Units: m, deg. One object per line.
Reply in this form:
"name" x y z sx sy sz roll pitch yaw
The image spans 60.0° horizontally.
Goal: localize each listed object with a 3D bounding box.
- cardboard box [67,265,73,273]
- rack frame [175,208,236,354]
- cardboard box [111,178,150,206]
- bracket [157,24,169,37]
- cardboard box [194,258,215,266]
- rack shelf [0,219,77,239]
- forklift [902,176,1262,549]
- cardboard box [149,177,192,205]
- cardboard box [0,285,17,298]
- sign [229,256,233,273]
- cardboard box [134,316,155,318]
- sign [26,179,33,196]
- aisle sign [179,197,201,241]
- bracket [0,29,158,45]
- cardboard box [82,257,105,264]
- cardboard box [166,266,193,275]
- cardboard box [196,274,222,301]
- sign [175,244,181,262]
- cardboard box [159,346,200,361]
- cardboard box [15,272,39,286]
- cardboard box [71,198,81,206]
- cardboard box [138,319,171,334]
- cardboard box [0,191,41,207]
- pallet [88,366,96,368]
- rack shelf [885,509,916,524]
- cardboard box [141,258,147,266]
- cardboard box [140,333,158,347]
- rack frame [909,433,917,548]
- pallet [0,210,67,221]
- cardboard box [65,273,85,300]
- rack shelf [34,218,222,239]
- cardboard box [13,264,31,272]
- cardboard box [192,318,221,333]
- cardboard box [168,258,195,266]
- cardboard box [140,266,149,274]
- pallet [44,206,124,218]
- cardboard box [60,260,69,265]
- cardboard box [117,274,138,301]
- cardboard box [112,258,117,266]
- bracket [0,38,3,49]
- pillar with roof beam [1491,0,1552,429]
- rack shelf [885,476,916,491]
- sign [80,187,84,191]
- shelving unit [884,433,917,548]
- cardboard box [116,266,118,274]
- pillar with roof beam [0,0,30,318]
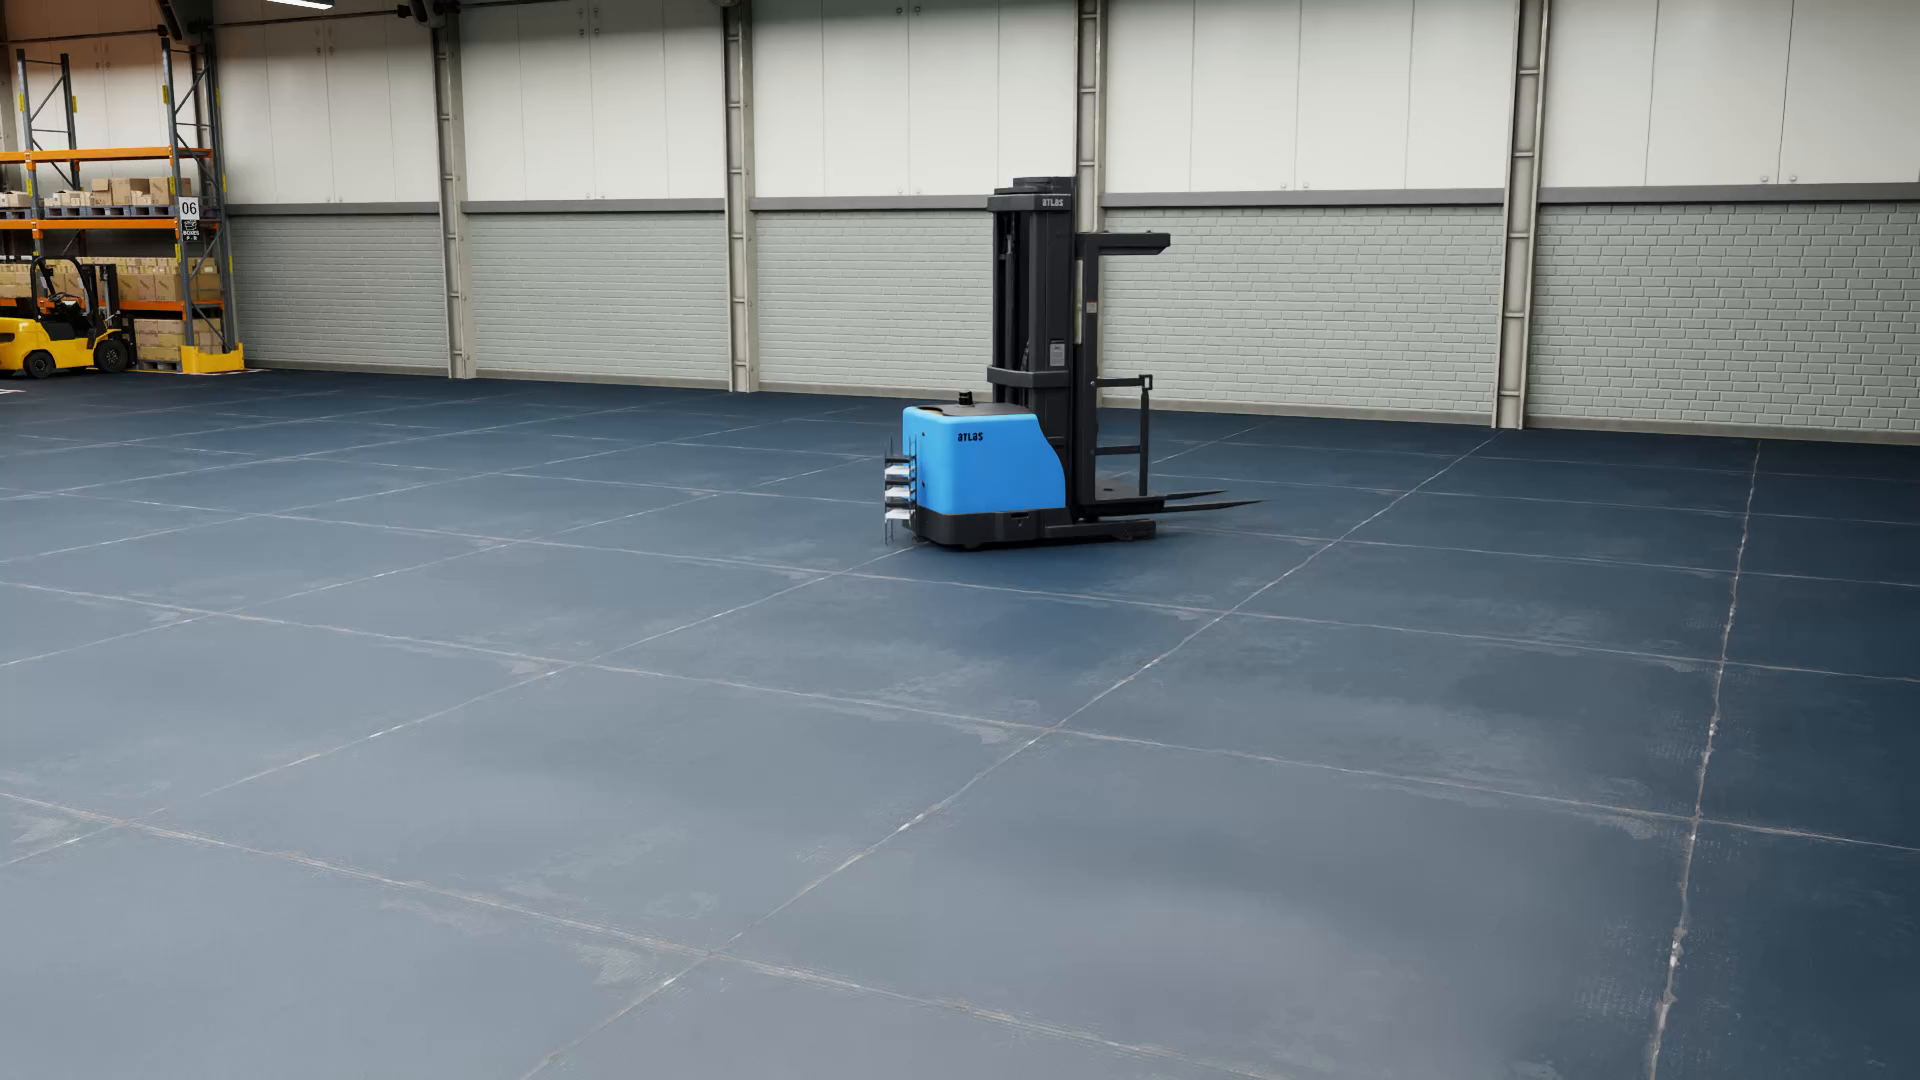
"cardboard box" -16.995 -5.236 32.135 0.250 0.149 0.380 5 11 26
"rack frame" -14.057 -4.656 31.031 0.127 3.000 1.000 5 11 26
"cardboard box" -15.436 -6.529 31.221 0.500 0.500 0.700 5 11 26
"bracket" -14.812 -9.554 31.142 0.430 0.232 0.235 5 11 26
"cardboard box" -14.263 -5.231 31.273 0.250 0.149 0.380 5 11 25
"rack shelf" -19.437 -6.250 33.440 4.000 0.370 1.077 5 11 26
"forklift" 1.081 -1.515 13.871 3.031 2.935 1.130 -4 11 -22
"cardboard box" -14.561 -6.433 30.686 0.500 0.500 0.500 5 12 28
"cardboard box" -18.665 -4.934 32.989 0.500 0.250 0.500 5 11 25
"sign" -13.806 -5.209 31.434 0.005 0.325 0.100 5 11 26
"cardboard box" -15.754 -4.191 32.196 0.500 0.250 0.500 5 11 25
"sign" -17.875 -6.769 31.948 0.005 0.325 0.100 5 11 26
"aisle sign" -14.128 -5.883 30.512 0.004 0.787 0.394 5 11 26
"bracket" -17.122 -9.757 32.264 4.783 0.066 0.076 5 11 26
"cardboard box" -16.552 -5.335 31.850 0.250 0.149 0.380 5 11 25
"cardboard box" -14.492 -5.007 30.868 0.250 0.149 0.380 5 11 27
"cardboard box" -14.378 -4.788 31.483 0.500 0.500 0.500 5 12 28
"sign" -14.309 -5.256 30.434 0.005 0.325 0.100 5 11 26
"cardboard box" -14.618 -3.496 31.164 0.500 0.250 0.500 5 11 26
"cardboard box" -18.197 -5.141 32.730 0.500 0.250 0.500 5 11 25
"cardboard box" -16.687 -6.435 31.684 0.250 0.149 0.380 5 12 28
"cardboard box" -15.068 -4.027 31.292 0.500 0.250 0.500 5 12 27
"cardboard box" -18.401 -6.677 32.567 0.500 0.311 0.500 5 11 24
"pallet" -16.949 -3.529 32.638 1.213 0.211 1.003 5 11 26
"rack shelf" -0.477 -0.193 13.465 0.200 0.077 0.258 2 10 11
"cardboard box" -15.143 -5.227 31.252 0.250 0.149 0.380 5 11 26
"cardboard box" -15.077 -3.785 31.358 0.500 0.250 0.500 5 11 25
"rack frame" -0.377 -0.399 13.407 0.006 0.900 0.240 2 10 11
"pallet" -18.441 -6.420 32.895 1.217 0.209 0.805 5 11 24
"cardboard box" -16.887 -4.905 32.128 0.500 0.500 0.500 5 12 27
"rack shelf" -15.850 -5.935 31.699 4.000 0.370 1.077 5 11 26
"cardboard box" -18.484 -5.376 32.908 0.250 0.149 0.380 5 11 26
"cardboard box" -14.404 -4.069 31.526 0.500 0.250 0.500 5 11 25
"cardboard box" -14.471 -5.165 30.908 0.250 0.149 0.380 5 11 26
"cardboard box" -15.157 -5.073 31.238 0.250 0.149 0.380 5 11 25
"pallet" -16.867 -6.340 32.165 1.213 0.211 1.003 5 11 26
"cardboard box" -17.207 -5.410 32.260 0.250 0.149 0.380 5 11 27
"cardboard box" -15.535 -4.784 31.462 0.500 0.500 0.500 5 11 25
"cardboard box" -15.849 -5.285 31.571 0.250 0.149 0.380 5 11 27
"bracket" -19.448 -9.961 33.393 0.430 0.232 0.235 5 11 26
"pillar with roof beam" 5.336 -5.228 17.347 0.400 9.000 9.100 5 11 26
"rack shelf" -0.477 -0.458 13.417 0.200 0.077 0.258 2 10 11
"sign" -17.400 -6.829 32.943 0.005 0.325 0.100 5 11 26
"shelving unit" -0.477 -0.402 13.427 0.210 0.900 0.258 2 10 11
"cardboard box" -15.837 -5.138 31.593 0.250 0.149 0.380 5 11 25
"pillar with roof beam" -21.568 -7.592 30.409 0.400 9.000 9.100 5 11 26
